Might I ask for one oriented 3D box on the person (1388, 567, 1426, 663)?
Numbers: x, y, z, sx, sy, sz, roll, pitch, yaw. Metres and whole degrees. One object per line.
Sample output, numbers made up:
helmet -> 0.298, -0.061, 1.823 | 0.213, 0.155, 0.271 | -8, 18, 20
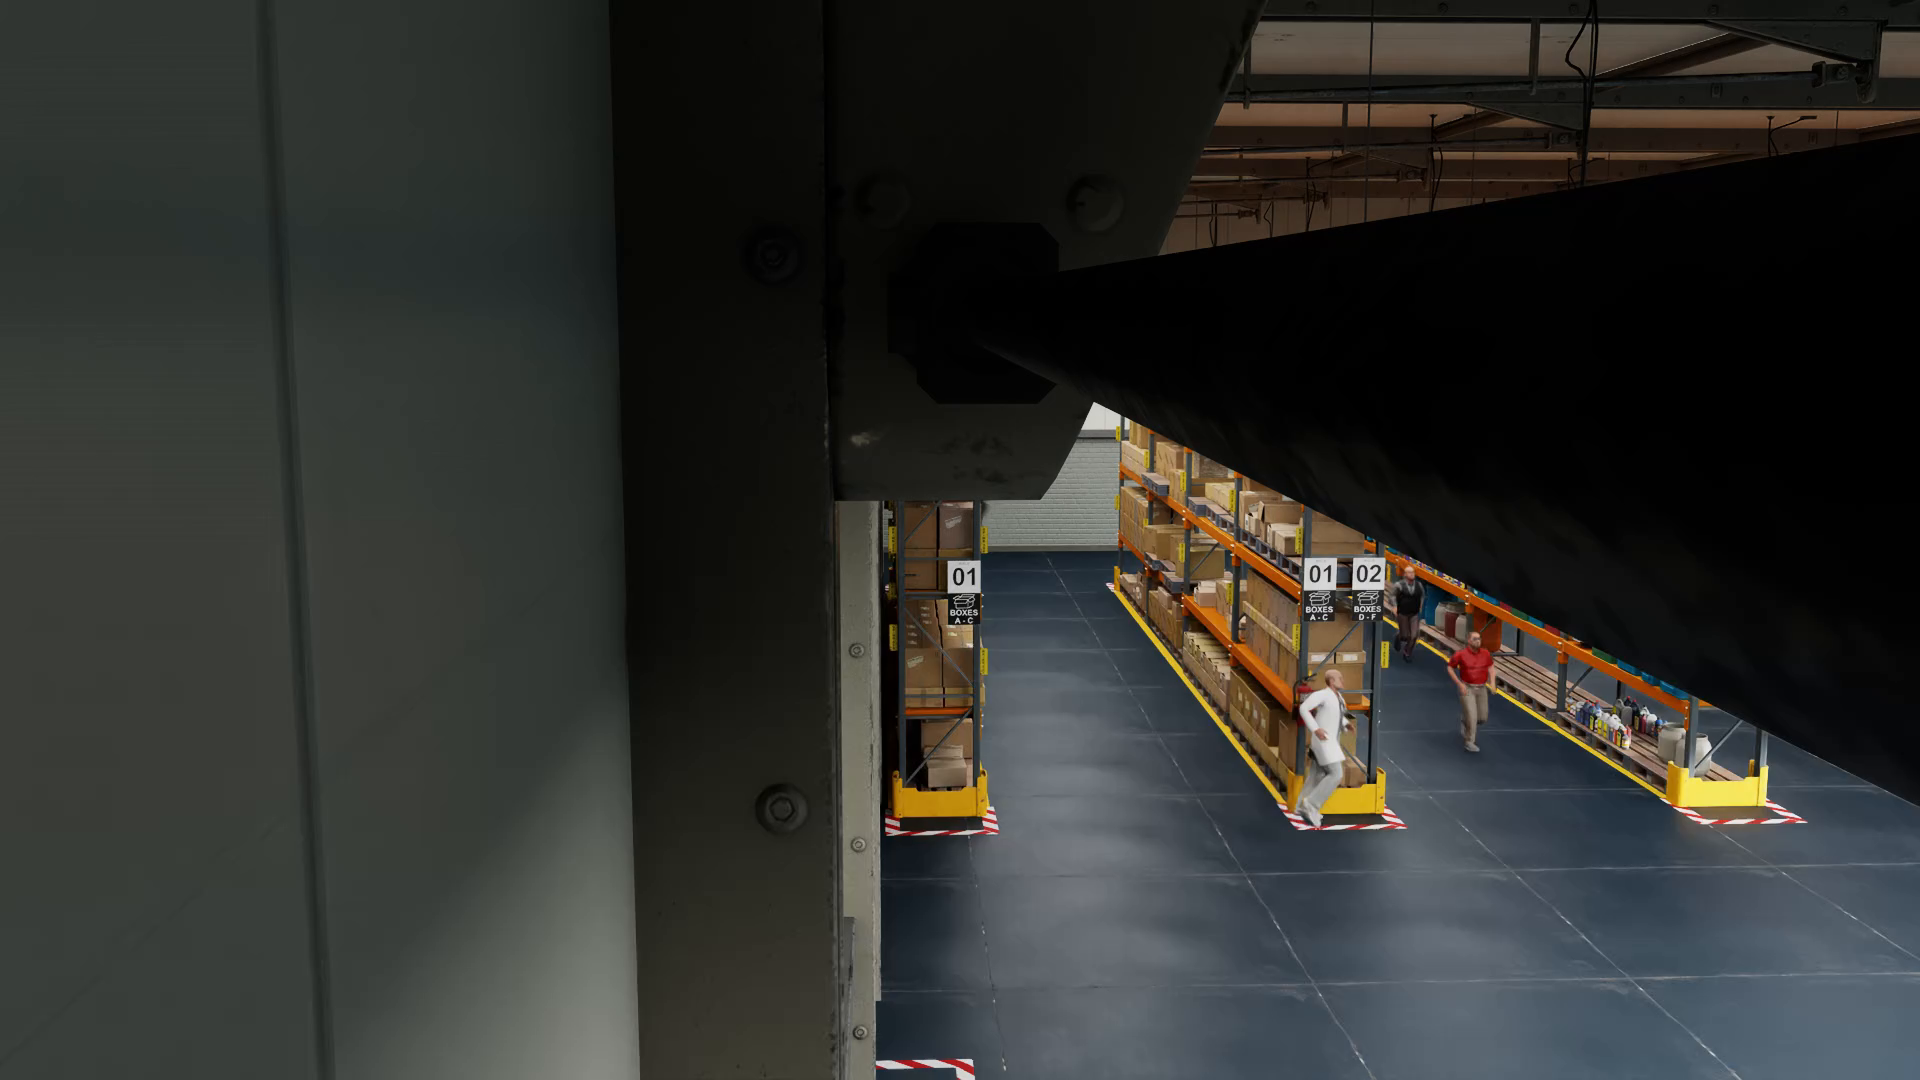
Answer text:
person -> 7.869, 1.304, 29.336 | 0.628, 1.686, 0.588 | 0, 8, -3

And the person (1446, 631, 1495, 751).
person -> 7.237, 2.114, 23.557 | 0.705, 1.675, 0.671 | -2, 8, -11

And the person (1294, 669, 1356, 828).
person -> 4.315, 2.416, 19.520 | 0.659, 1.806, 0.708 | 4, 9, 28
